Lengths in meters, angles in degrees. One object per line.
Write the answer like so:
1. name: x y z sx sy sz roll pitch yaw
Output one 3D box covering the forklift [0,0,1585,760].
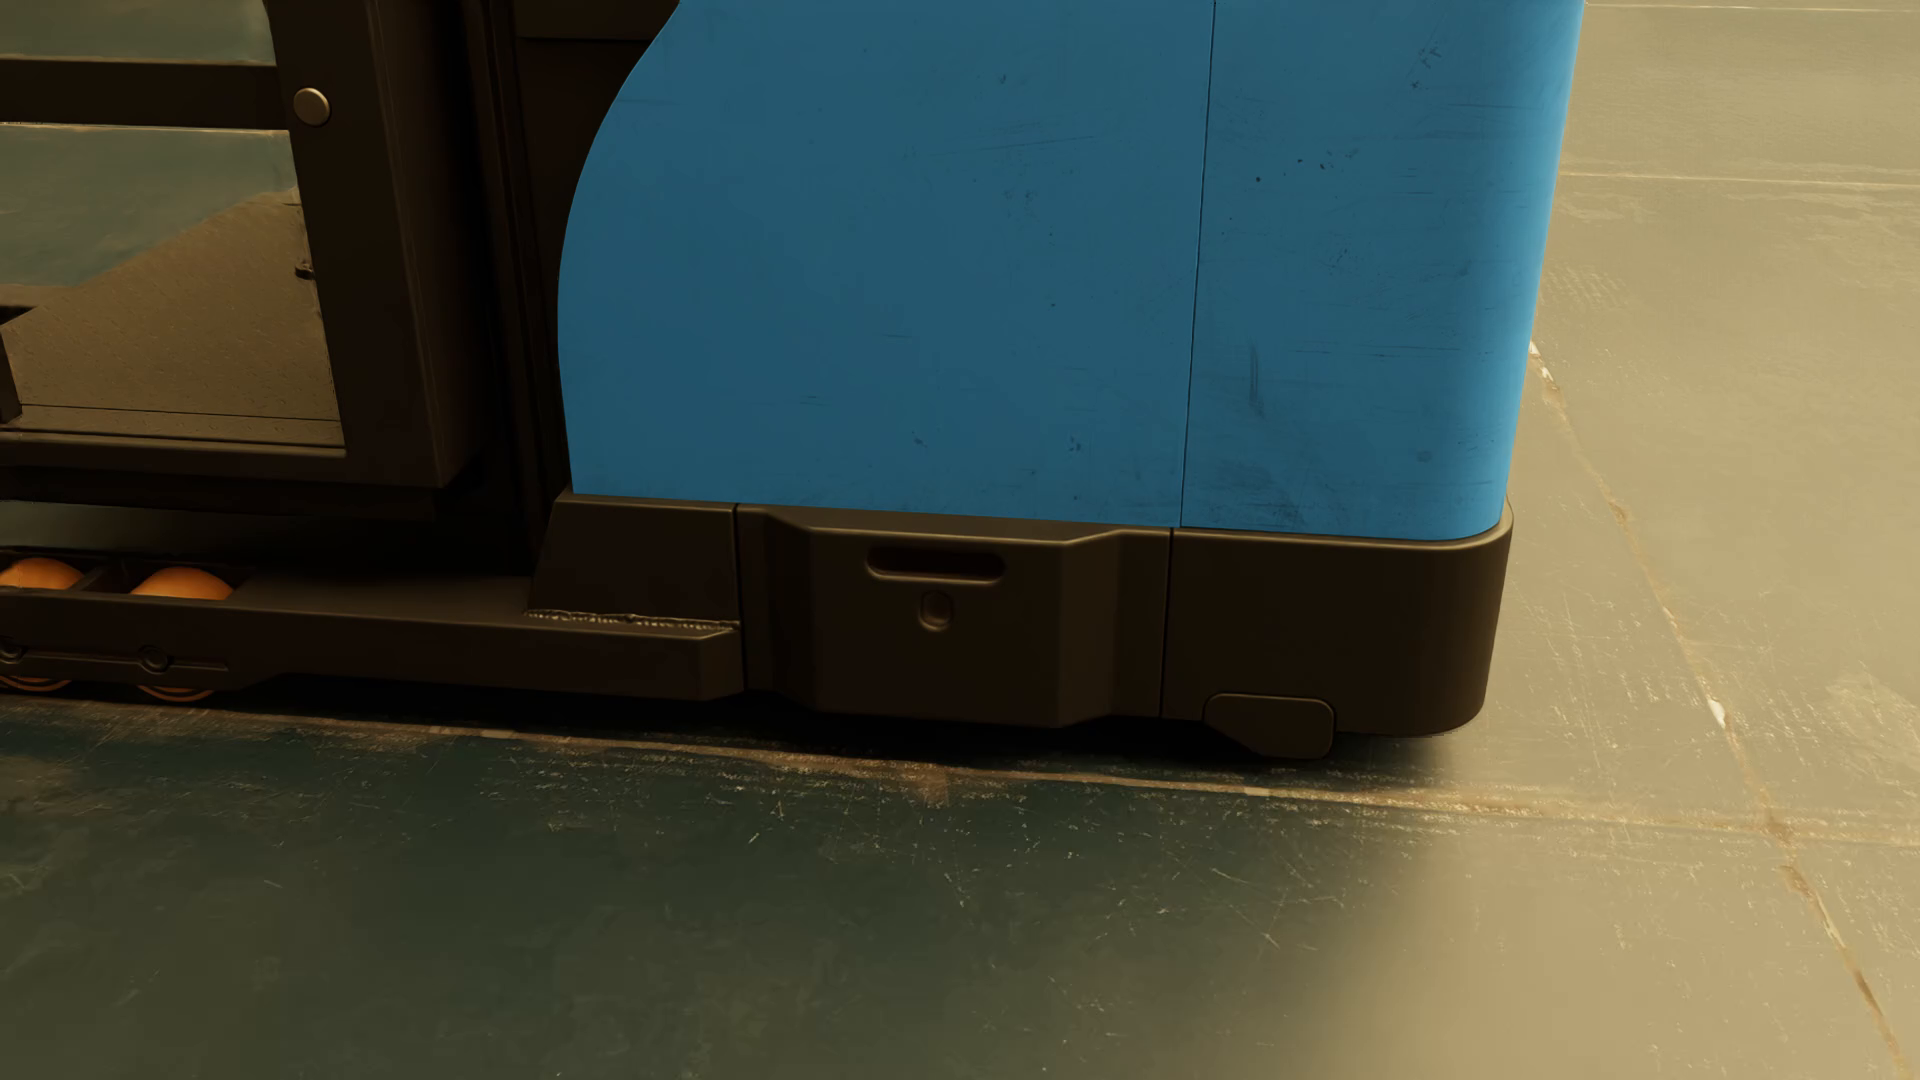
1. forklift: -0.827 -1.338 1.898 3.031 2.935 1.130 3 27 7
